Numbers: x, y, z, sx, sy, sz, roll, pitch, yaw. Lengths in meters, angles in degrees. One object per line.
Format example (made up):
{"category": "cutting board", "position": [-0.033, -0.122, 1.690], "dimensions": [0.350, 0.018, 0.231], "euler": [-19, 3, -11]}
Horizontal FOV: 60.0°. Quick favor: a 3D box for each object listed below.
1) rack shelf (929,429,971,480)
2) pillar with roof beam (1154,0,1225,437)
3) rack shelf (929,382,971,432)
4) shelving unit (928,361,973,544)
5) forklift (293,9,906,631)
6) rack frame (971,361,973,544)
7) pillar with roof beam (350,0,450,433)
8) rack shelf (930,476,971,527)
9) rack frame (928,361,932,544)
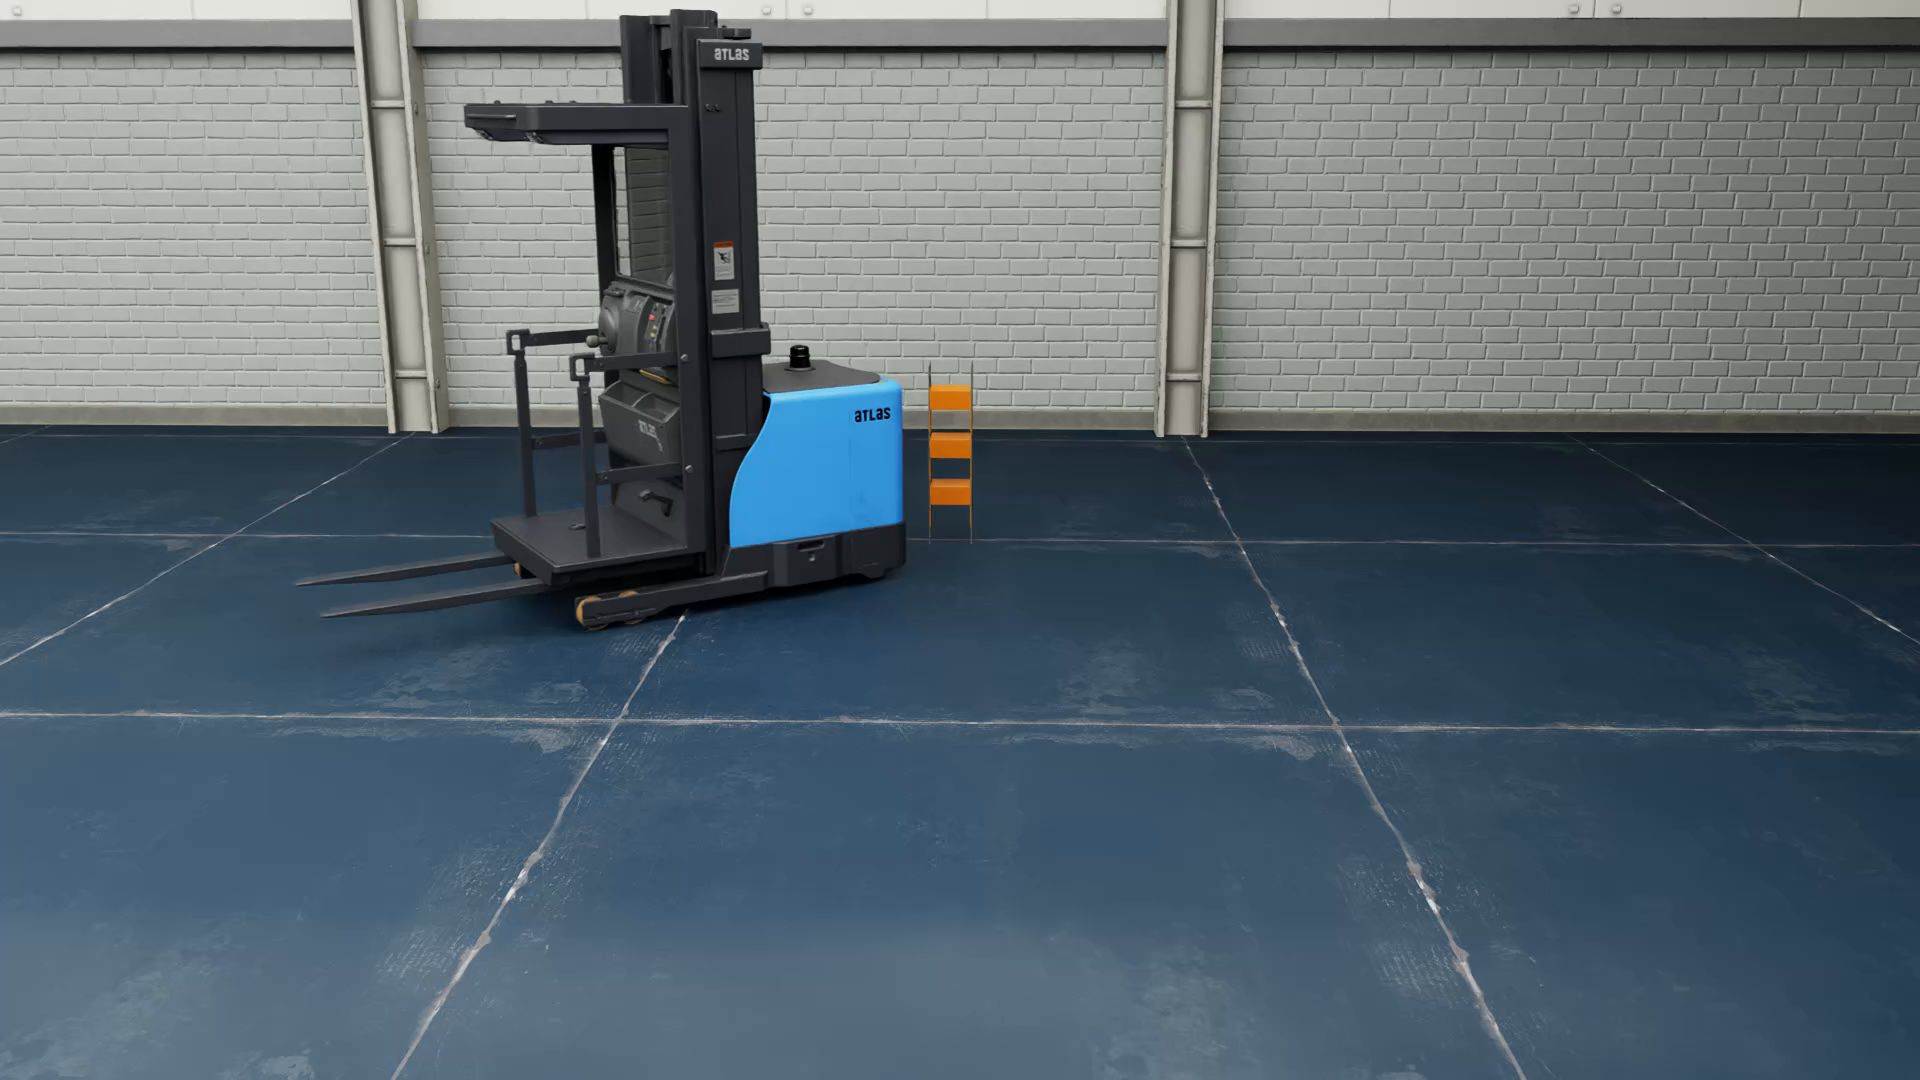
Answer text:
{"category": "rack shelf", "position": [-0.053, -0.498, 9.710], "dimensions": [0.240, 0.259, 0.215], "euler": [0, 15, 1]}
{"category": "pillar with roof beam", "position": [1.615, -4.090, 7.701], "dimensions": [0.400, 9.000, 9.100], "euler": [0, 15, 1]}
{"category": "rack shelf", "position": [-0.053, -0.772, 9.638], "dimensions": [0.240, 0.259, 0.215], "euler": [0, 15, 1]}
{"category": "shelving unit", "position": [-0.053, -0.508, 9.707], "dimensions": [0.252, 1.050, 0.215], "euler": [0, 15, 1]}
{"category": "forklift", "position": [-1.819, -1.126, 8.362], "dimensions": [3.031, 2.935, 1.130], "euler": [-9, 17, -31]}
{"category": "rack frame", "position": [0.068, -0.507, 9.704], "dimensions": [0.008, 1.050, 0.200], "euler": [0, 15, 1]}
{"category": "pillar with roof beam", "position": [-4.383, -4.129, 7.849], "dimensions": [0.400, 9.000, 9.100], "euler": [0, 15, 1]}
{"category": "rack shelf", "position": [-0.053, -0.229, 9.781], "dimensions": [0.240, 0.259, 0.215], "euler": [0, 15, 1]}
{"category": "rack frame", "position": [-0.175, -0.509, 9.710], "dimensions": [0.008, 1.050, 0.200], "euler": [0, 15, 1]}
